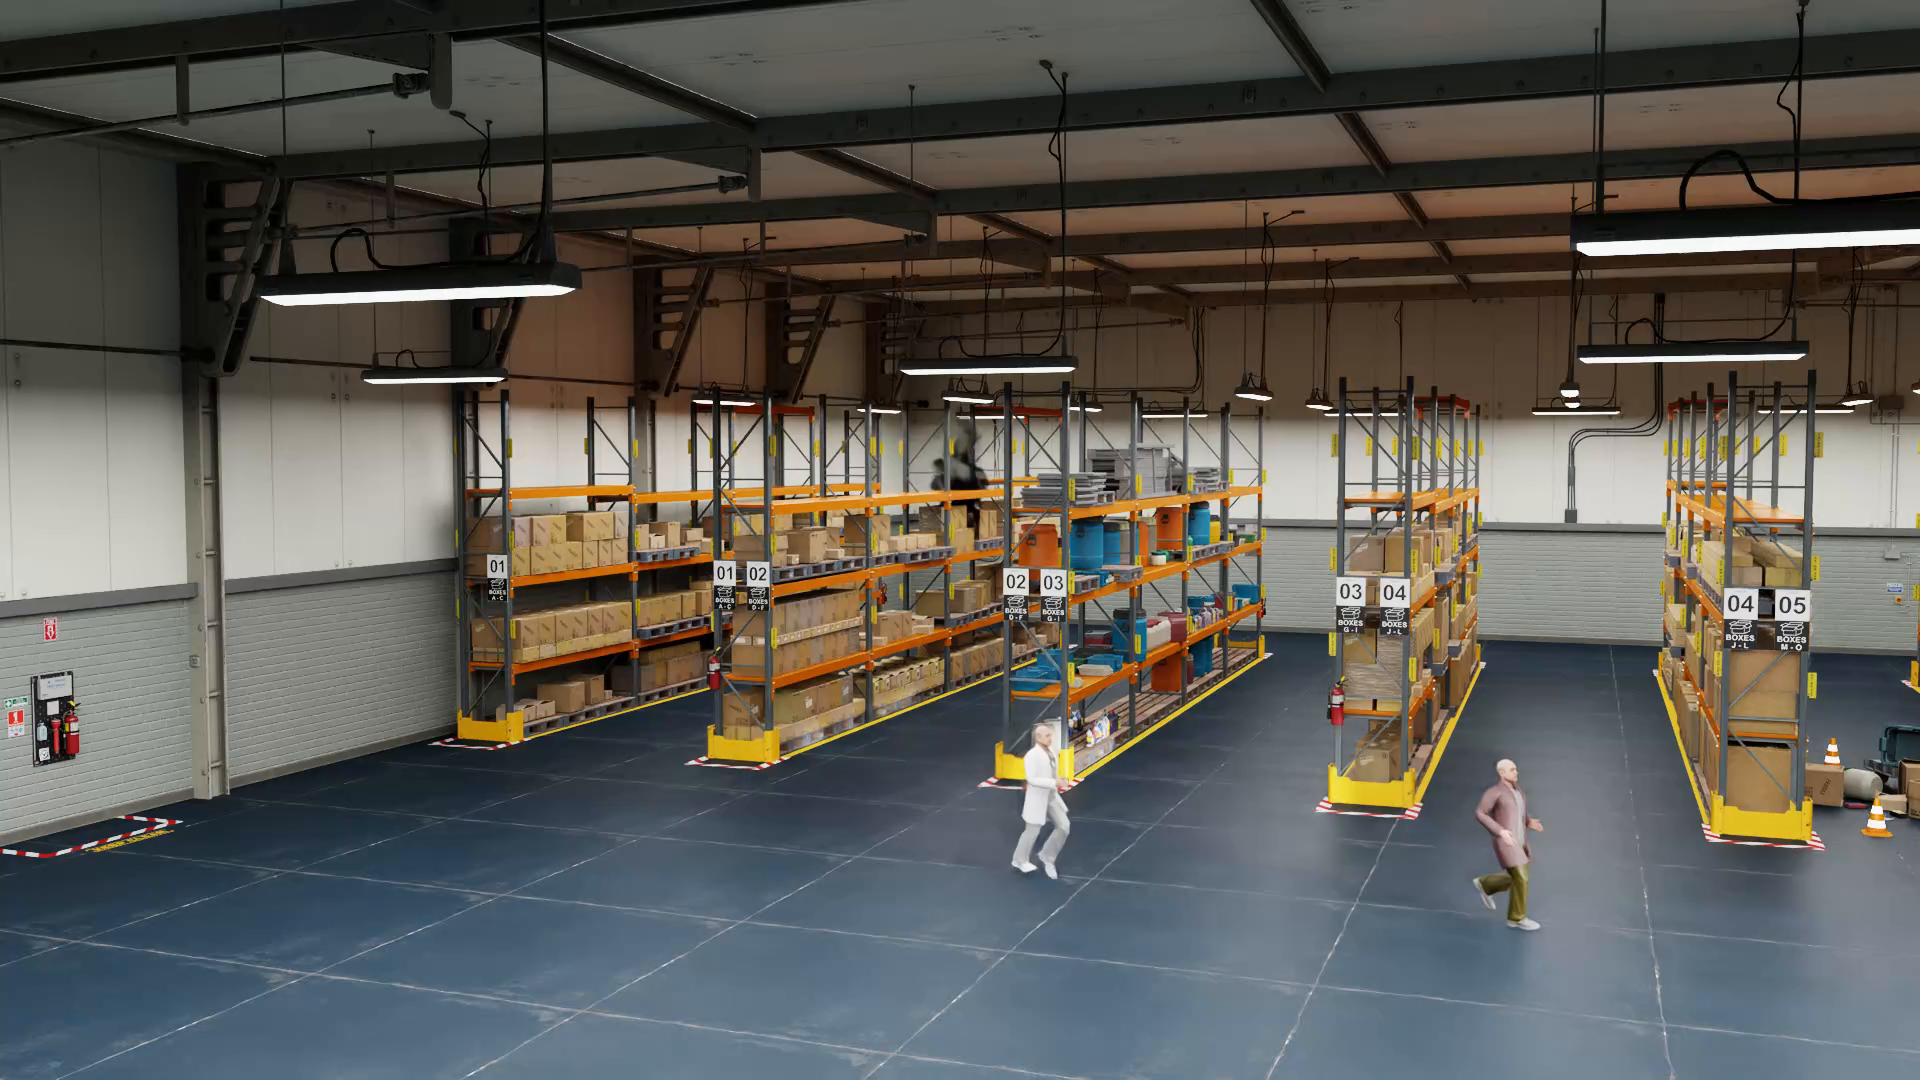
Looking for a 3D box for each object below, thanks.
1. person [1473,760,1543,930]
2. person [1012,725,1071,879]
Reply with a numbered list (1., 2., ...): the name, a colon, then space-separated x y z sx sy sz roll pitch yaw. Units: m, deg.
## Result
1. person: 5.725 3.170 17.456 0.716 1.736 0.833 -3 4 -40
2. person: 0.967 3.054 19.366 0.878 1.807 0.668 3 4 43
